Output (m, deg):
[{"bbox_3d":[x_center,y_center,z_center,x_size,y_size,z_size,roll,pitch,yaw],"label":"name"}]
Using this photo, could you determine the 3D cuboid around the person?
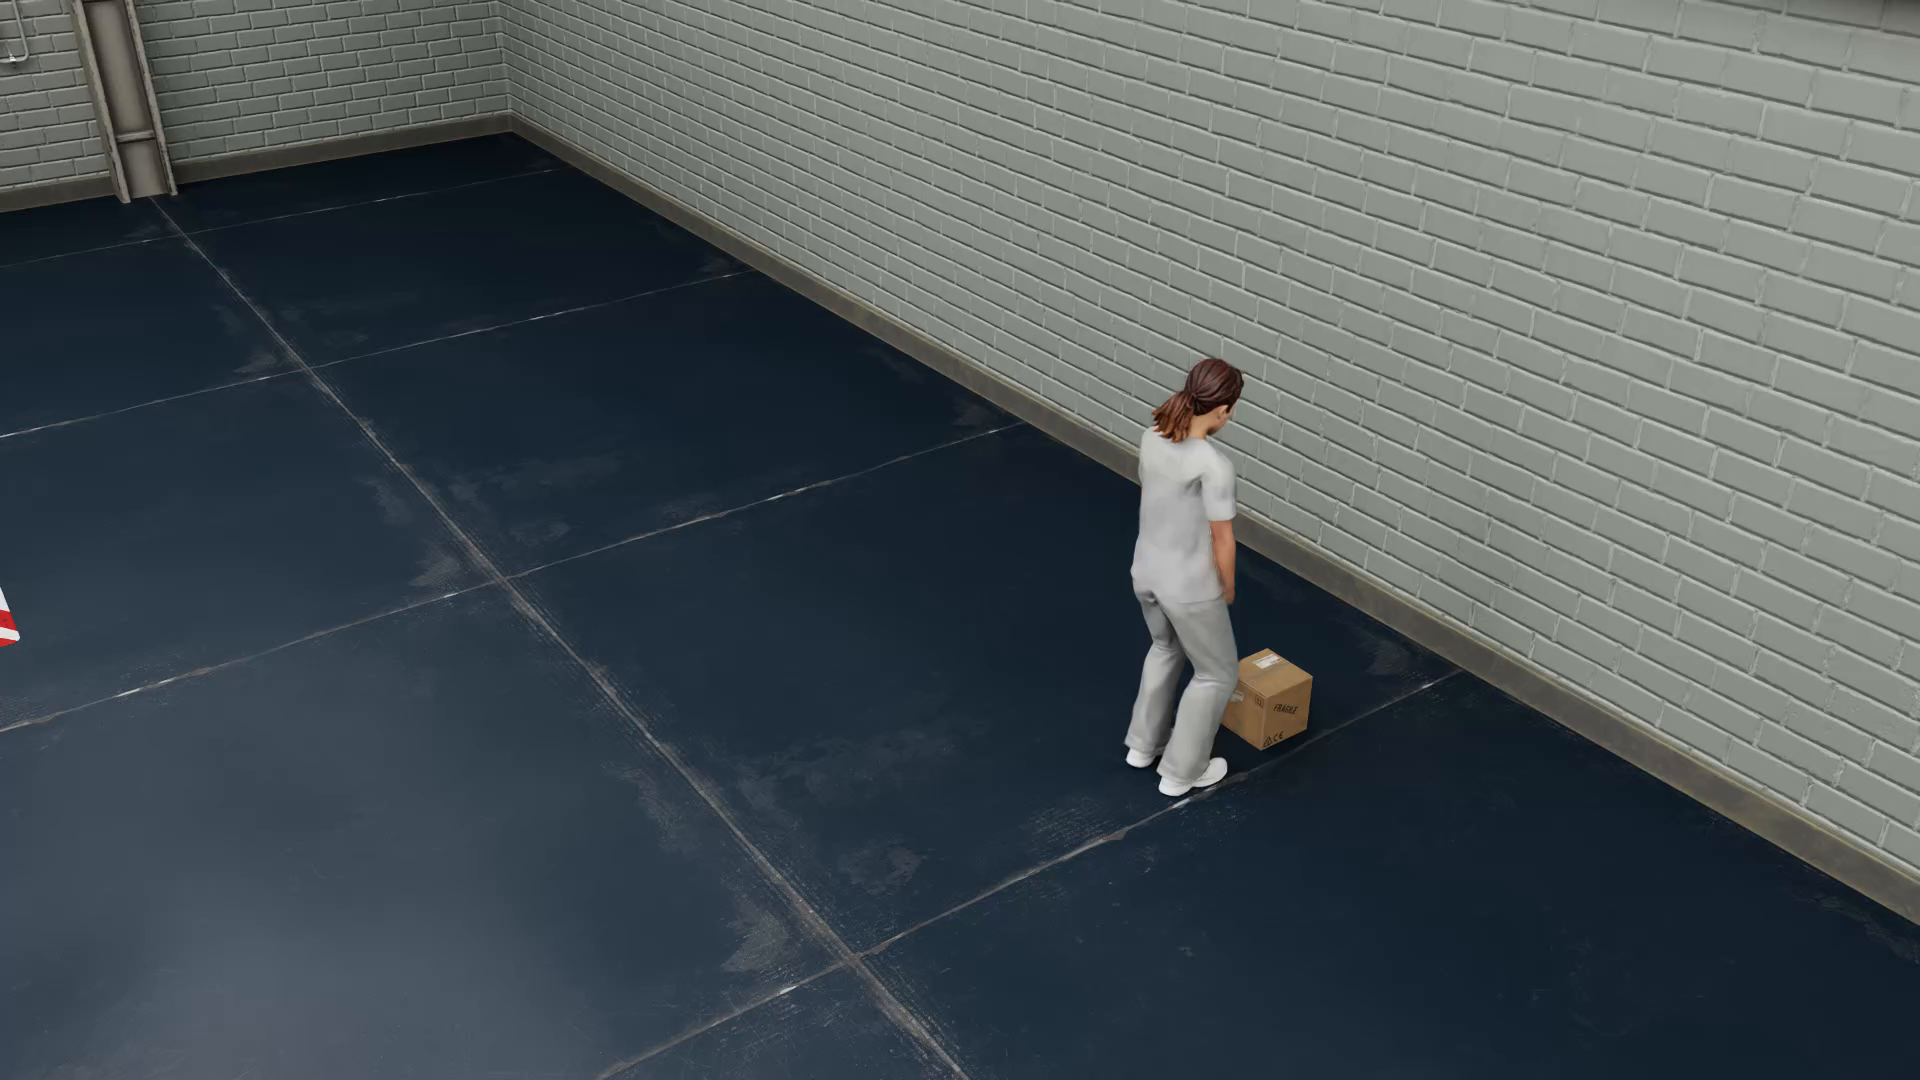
[{"bbox_3d":[0.795,0.137,5.926,0.370,1.638,0.458,-18,33,-29],"label":"person"}]
